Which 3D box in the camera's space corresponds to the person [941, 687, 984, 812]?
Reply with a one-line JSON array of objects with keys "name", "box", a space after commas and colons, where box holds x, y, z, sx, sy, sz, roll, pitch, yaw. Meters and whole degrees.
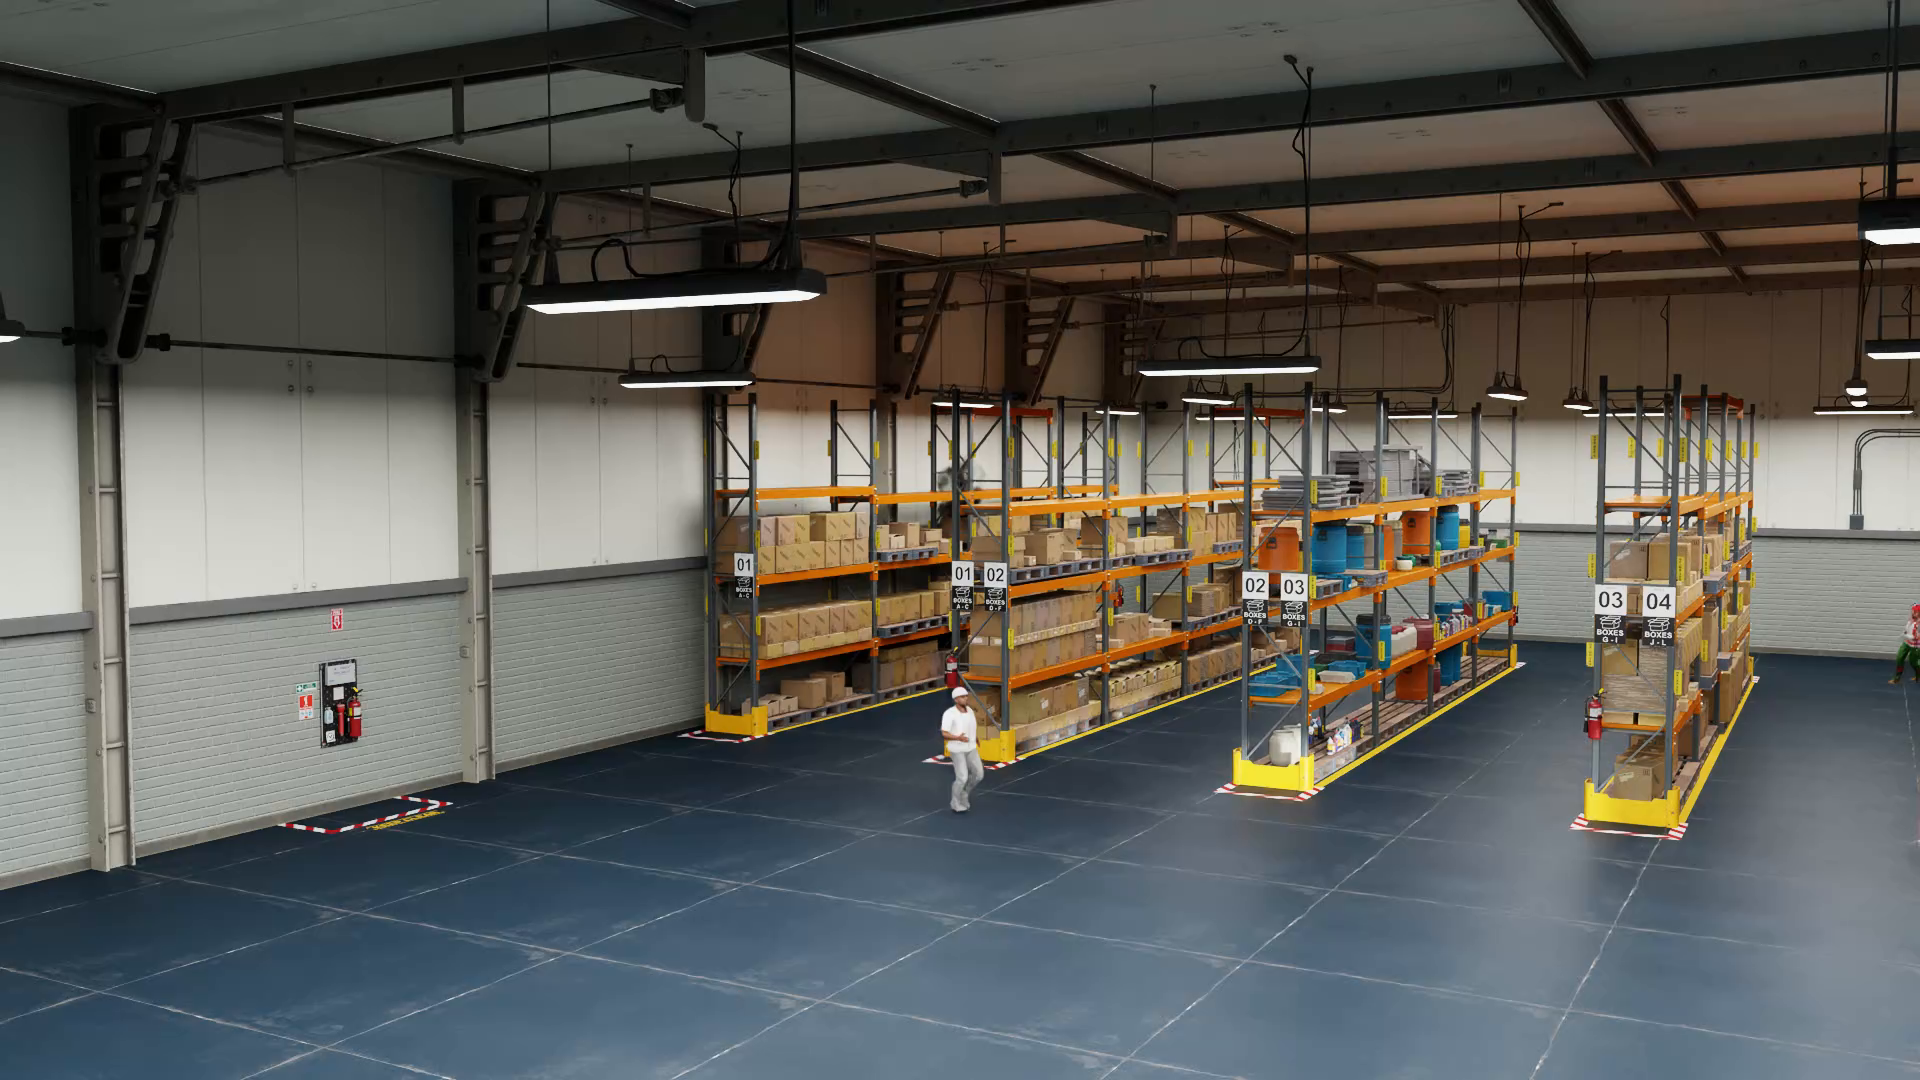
[{"name": "person", "box": [0.077, 2.886, 22.896, 0.685, 1.724, 0.600, -3, 4, -40]}]

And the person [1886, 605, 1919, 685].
[{"name": "person", "box": [20.246, 2.240, 35.232, 0.838, 1.751, 0.747, 0, 3, -6]}]
